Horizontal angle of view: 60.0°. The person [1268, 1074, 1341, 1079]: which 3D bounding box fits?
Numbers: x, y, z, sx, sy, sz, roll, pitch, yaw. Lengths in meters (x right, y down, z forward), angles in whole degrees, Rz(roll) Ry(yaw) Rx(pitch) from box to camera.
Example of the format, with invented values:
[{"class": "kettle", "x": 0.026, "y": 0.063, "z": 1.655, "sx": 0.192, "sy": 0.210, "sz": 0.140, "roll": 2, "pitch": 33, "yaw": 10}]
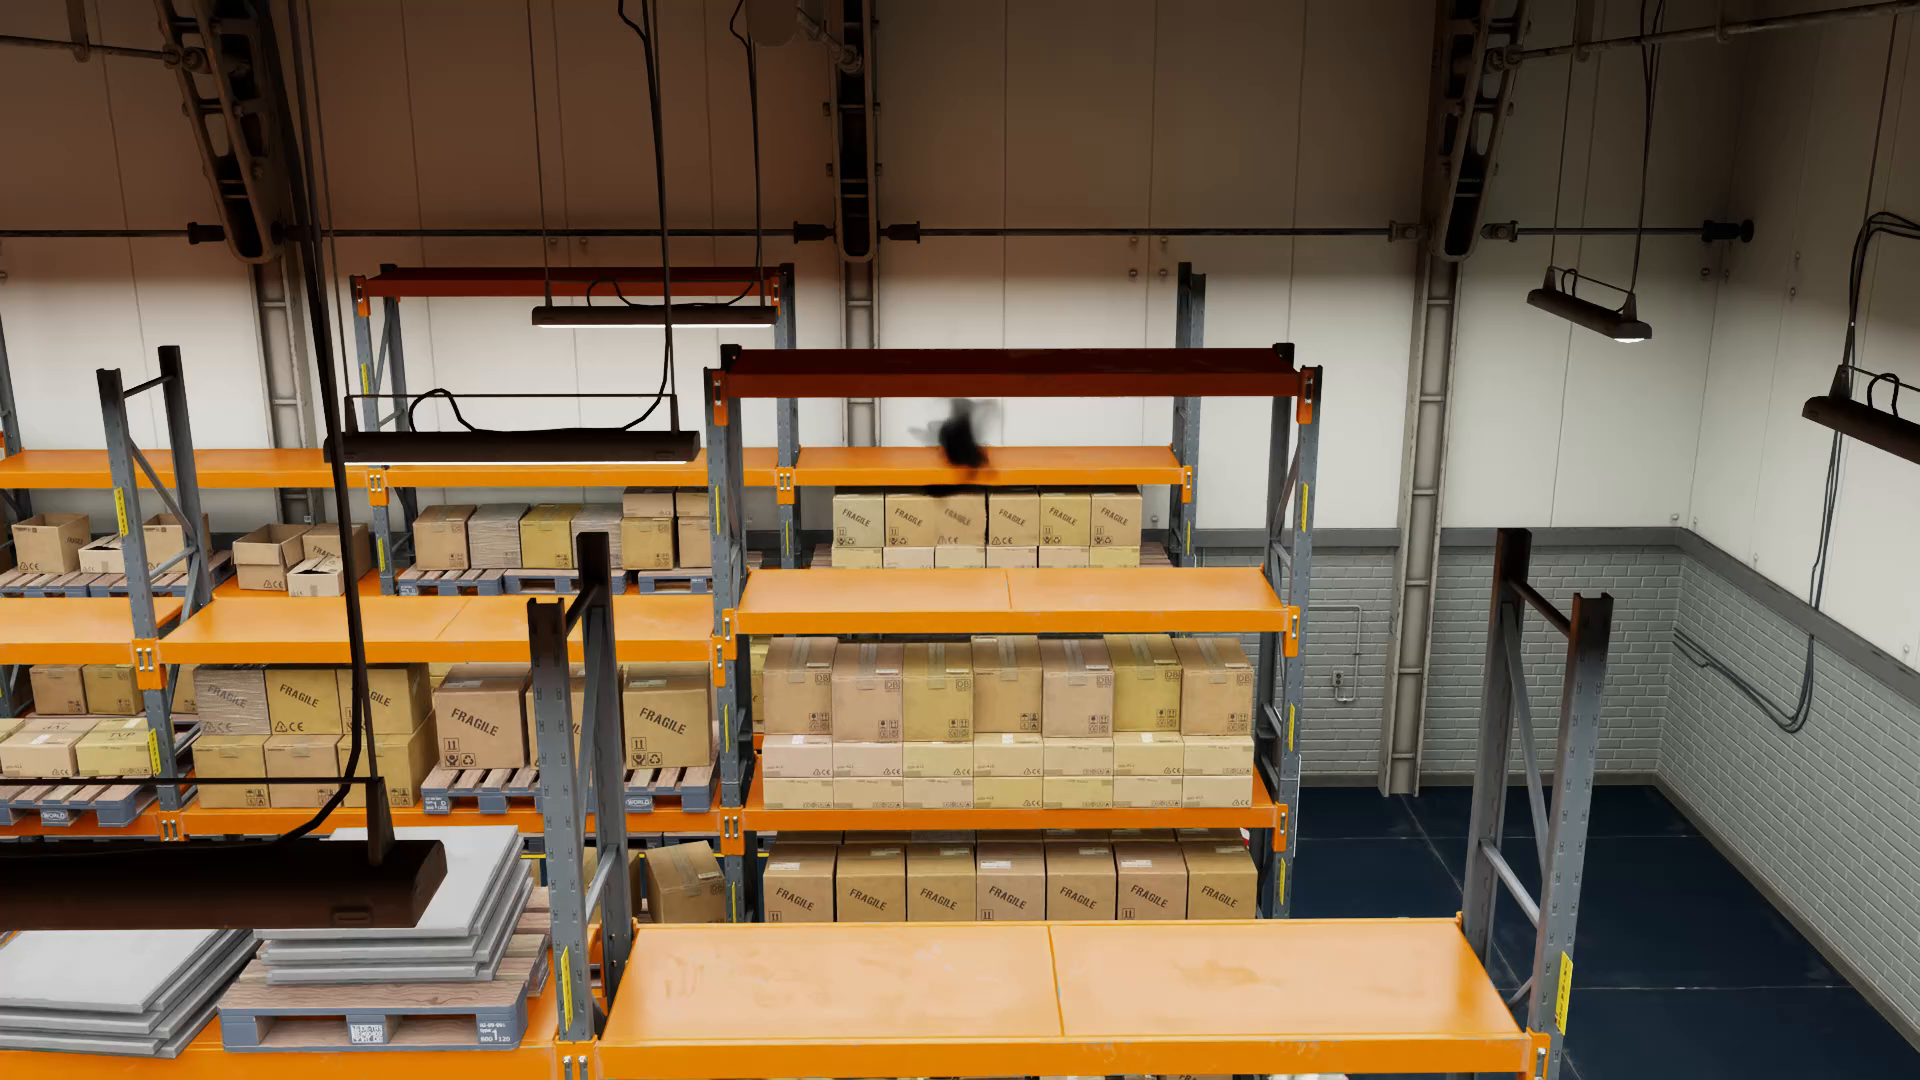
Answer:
[{"class": "person", "x": 2.294, "y": 4.105, "z": 11.425, "sx": 0.516, "sy": 1.721, "sz": 0.706, "roll": -15, "pitch": 22, "yaw": -41}]
